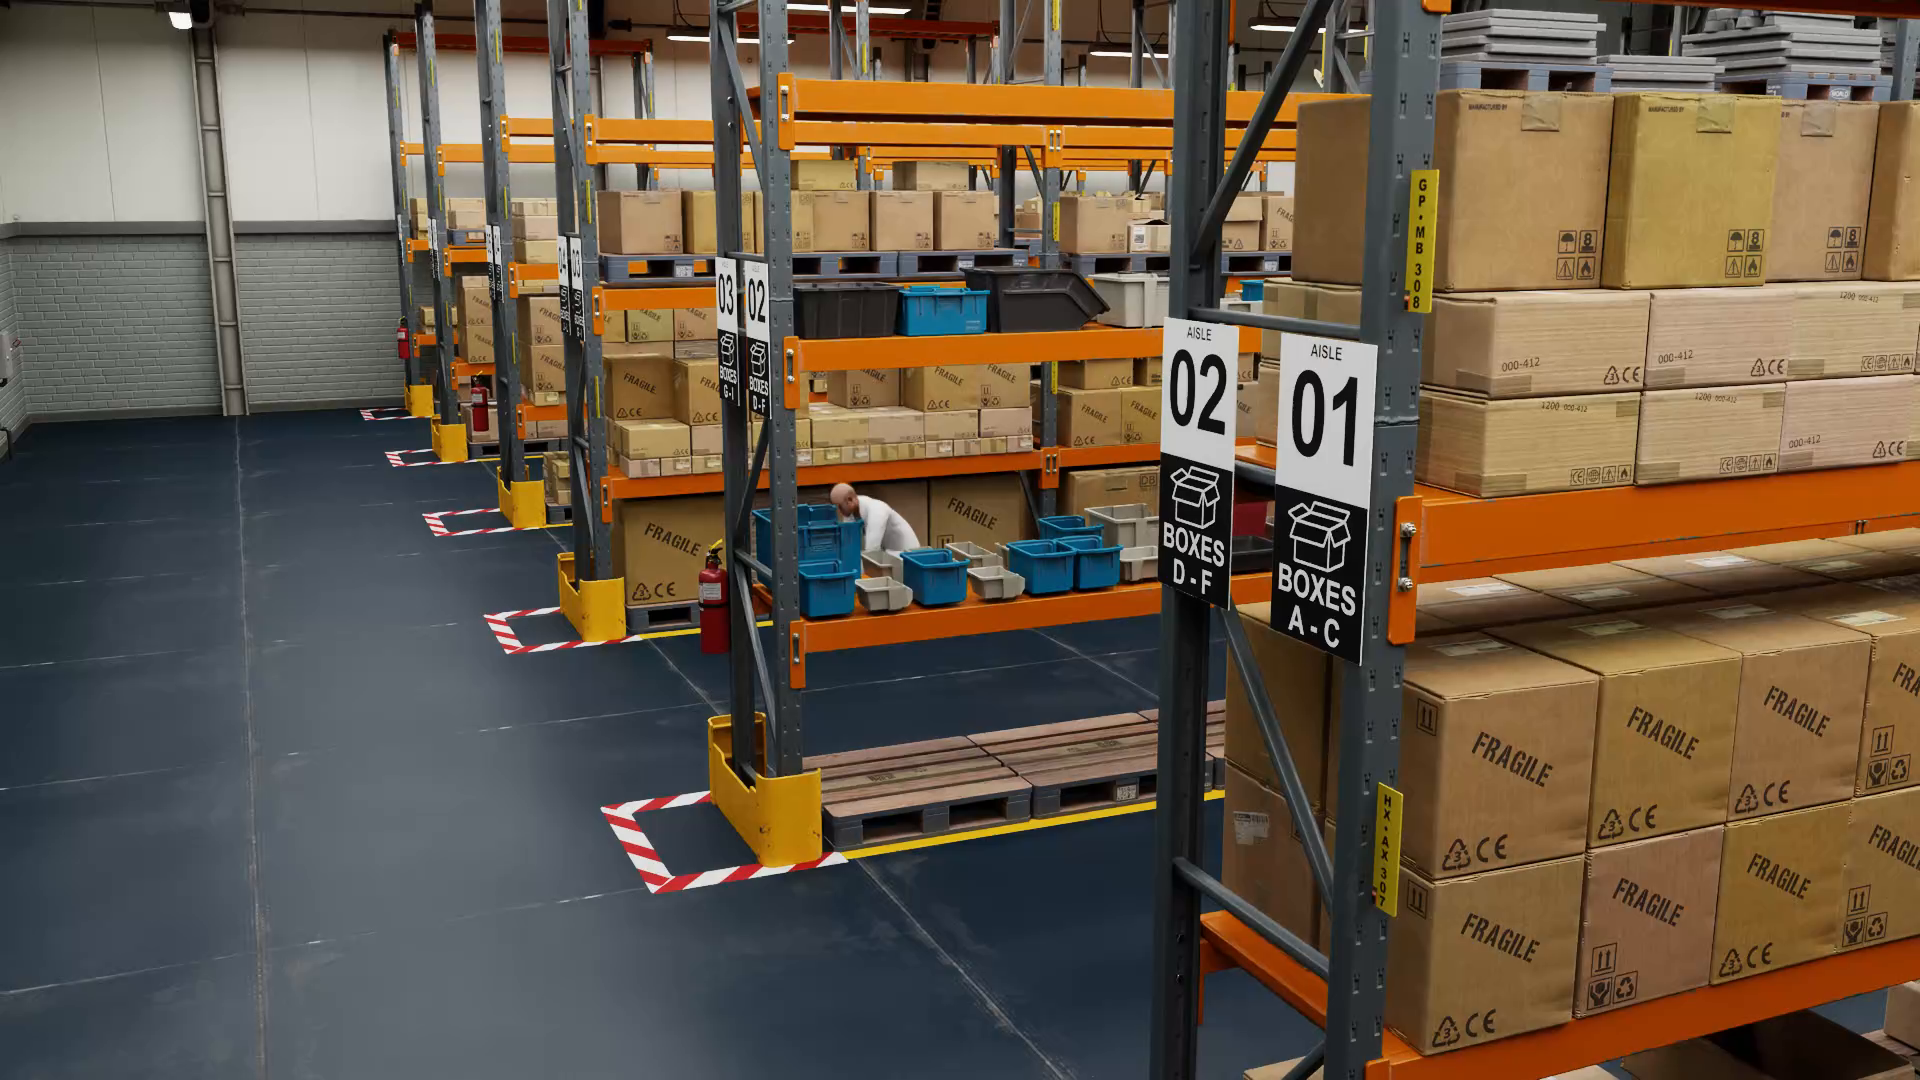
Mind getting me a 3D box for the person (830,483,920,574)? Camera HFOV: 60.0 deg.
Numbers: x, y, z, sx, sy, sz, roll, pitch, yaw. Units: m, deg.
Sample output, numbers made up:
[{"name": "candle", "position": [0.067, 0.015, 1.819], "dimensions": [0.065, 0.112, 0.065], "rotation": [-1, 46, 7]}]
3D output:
[{"name": "person", "position": [-0.675, 0.171, 13.370], "dimensions": [0.775, 1.293, 0.633], "rotation": [-5, 13, -23]}]
